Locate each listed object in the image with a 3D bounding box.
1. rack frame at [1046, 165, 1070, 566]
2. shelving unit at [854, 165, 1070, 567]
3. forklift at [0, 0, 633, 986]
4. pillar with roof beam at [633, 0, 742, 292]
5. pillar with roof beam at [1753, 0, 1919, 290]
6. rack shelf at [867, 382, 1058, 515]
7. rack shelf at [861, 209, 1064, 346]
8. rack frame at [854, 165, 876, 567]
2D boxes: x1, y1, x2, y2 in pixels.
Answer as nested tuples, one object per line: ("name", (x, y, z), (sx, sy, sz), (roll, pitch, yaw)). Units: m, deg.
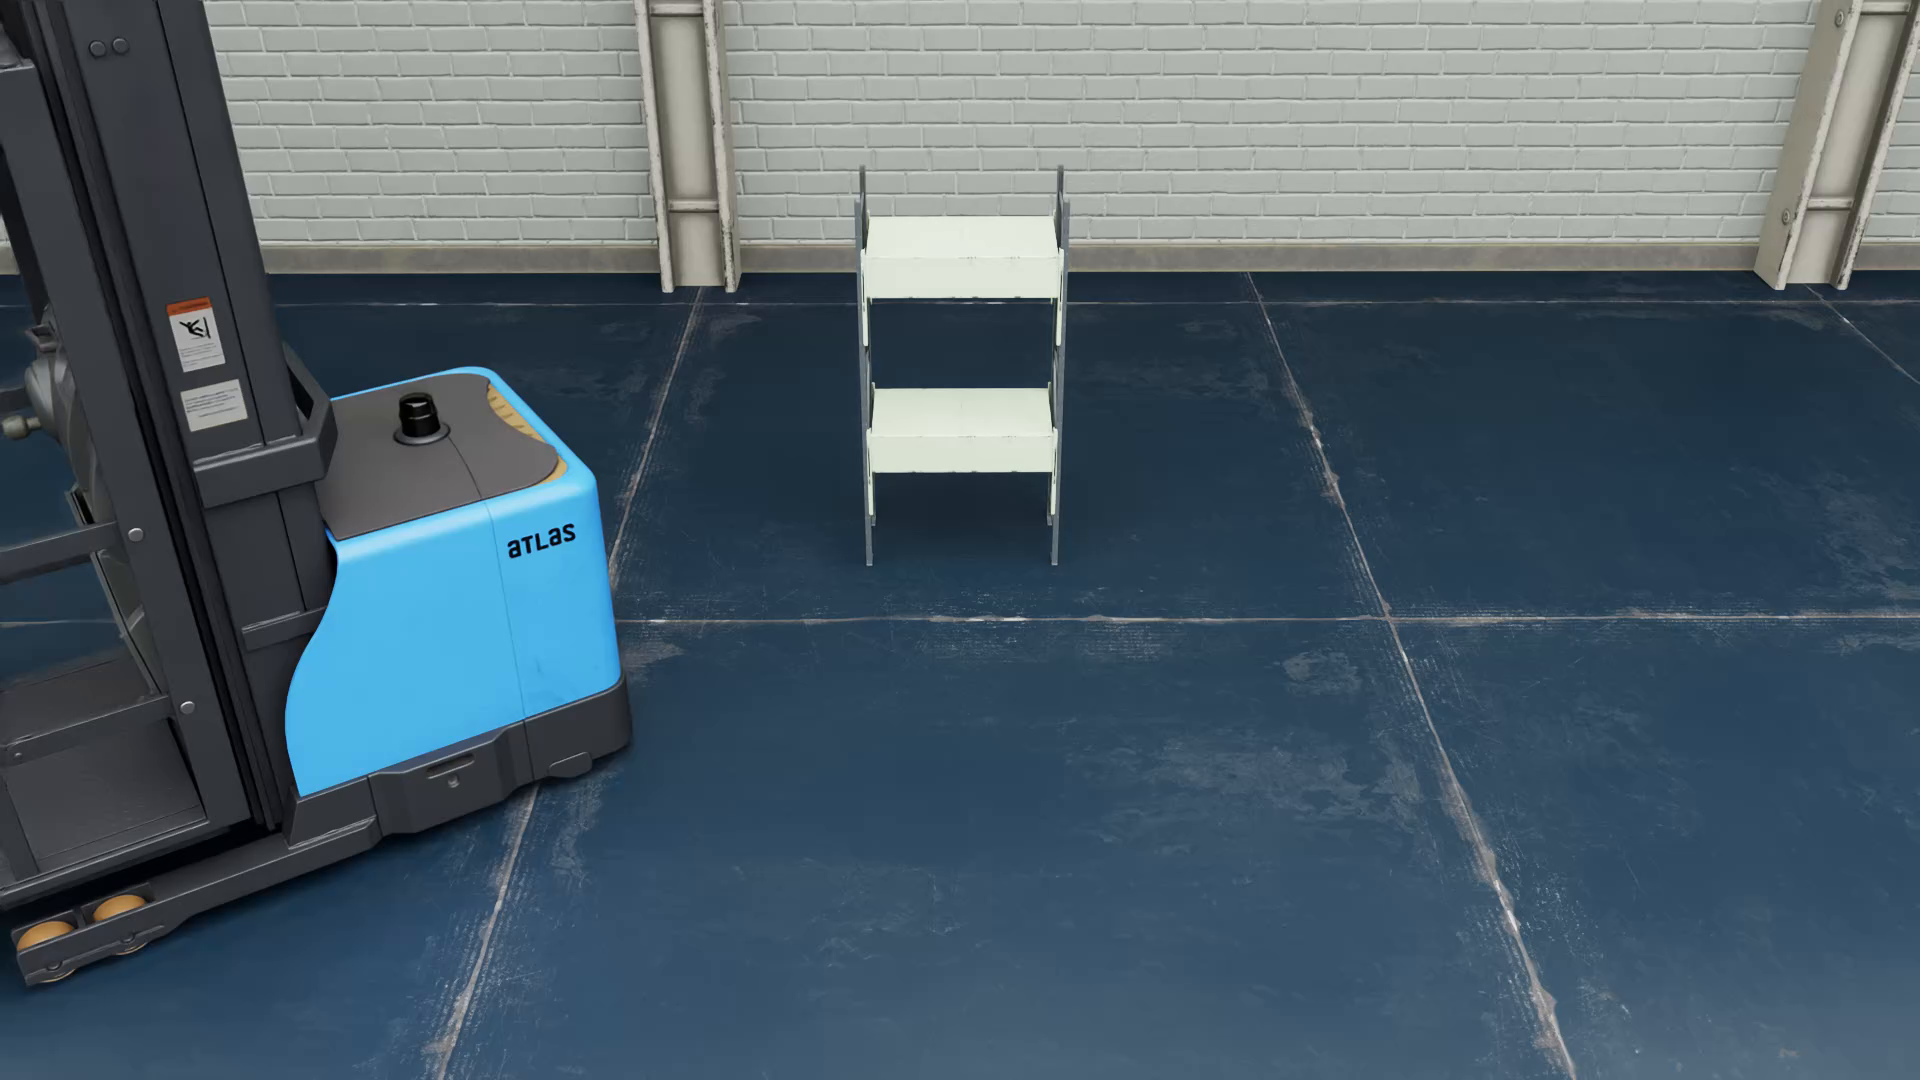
("rack frame", (0.373, -0.642, 6.363), (0.023, 1.500, 0.400), (0, 31, 0))
("shelving unit", (0.007, -0.641, 6.361), (0.755, 1.500, 0.431), (0, 31, 0))
("forklift", (-2.603, -0.320, 4.453), (3.031, 2.935, 1.130), (-19, 36, -28))
("pillar with roof beam", (-1.379, -3.028, 3.066), (0.400, 9.000, 9.100), (0, 31, 0))
("pillar with roof beam", (4.621, -3.047, 3.097), (0.400, 9.000, 9.100), (0, 31, 0))
("rack shelf", (0.007, -0.363, 6.530), (0.720, 0.370, 0.431), (0, 31, 0))
("rack shelf", (0.007, -0.975, 6.159), (0.720, 0.370, 0.431), (0, 31, 0))
("rack frame", (-0.359, -0.640, 6.359), (0.023, 1.500, 0.400), (0, 31, 0))
